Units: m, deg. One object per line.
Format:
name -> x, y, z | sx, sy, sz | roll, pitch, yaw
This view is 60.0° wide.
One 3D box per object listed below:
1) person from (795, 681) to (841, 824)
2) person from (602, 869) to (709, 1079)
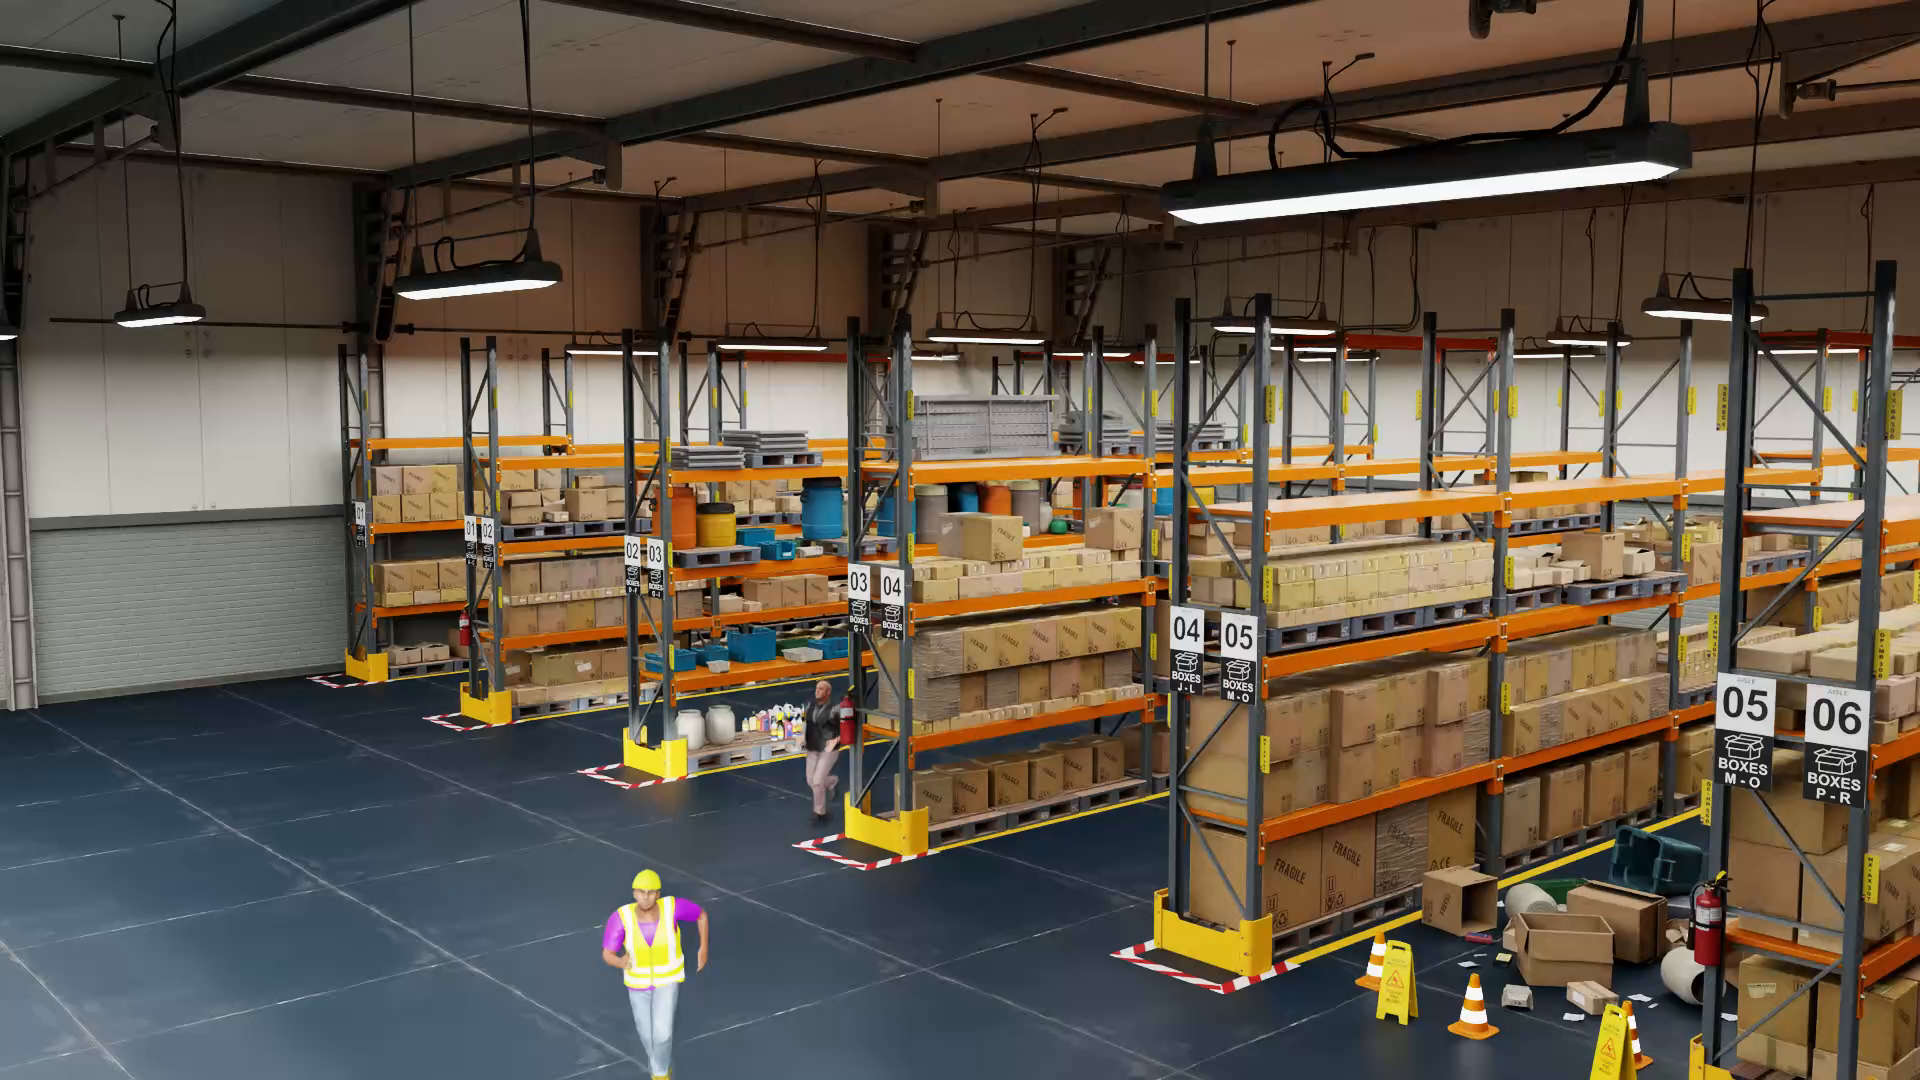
person -> -1.616, 2.542, 20.120 | 0.665, 1.700, 0.699 | 3, 6, 33
person -> -2.202, 3.210, 12.018 | 0.736, 1.723, 0.789 | 0, 5, -4
